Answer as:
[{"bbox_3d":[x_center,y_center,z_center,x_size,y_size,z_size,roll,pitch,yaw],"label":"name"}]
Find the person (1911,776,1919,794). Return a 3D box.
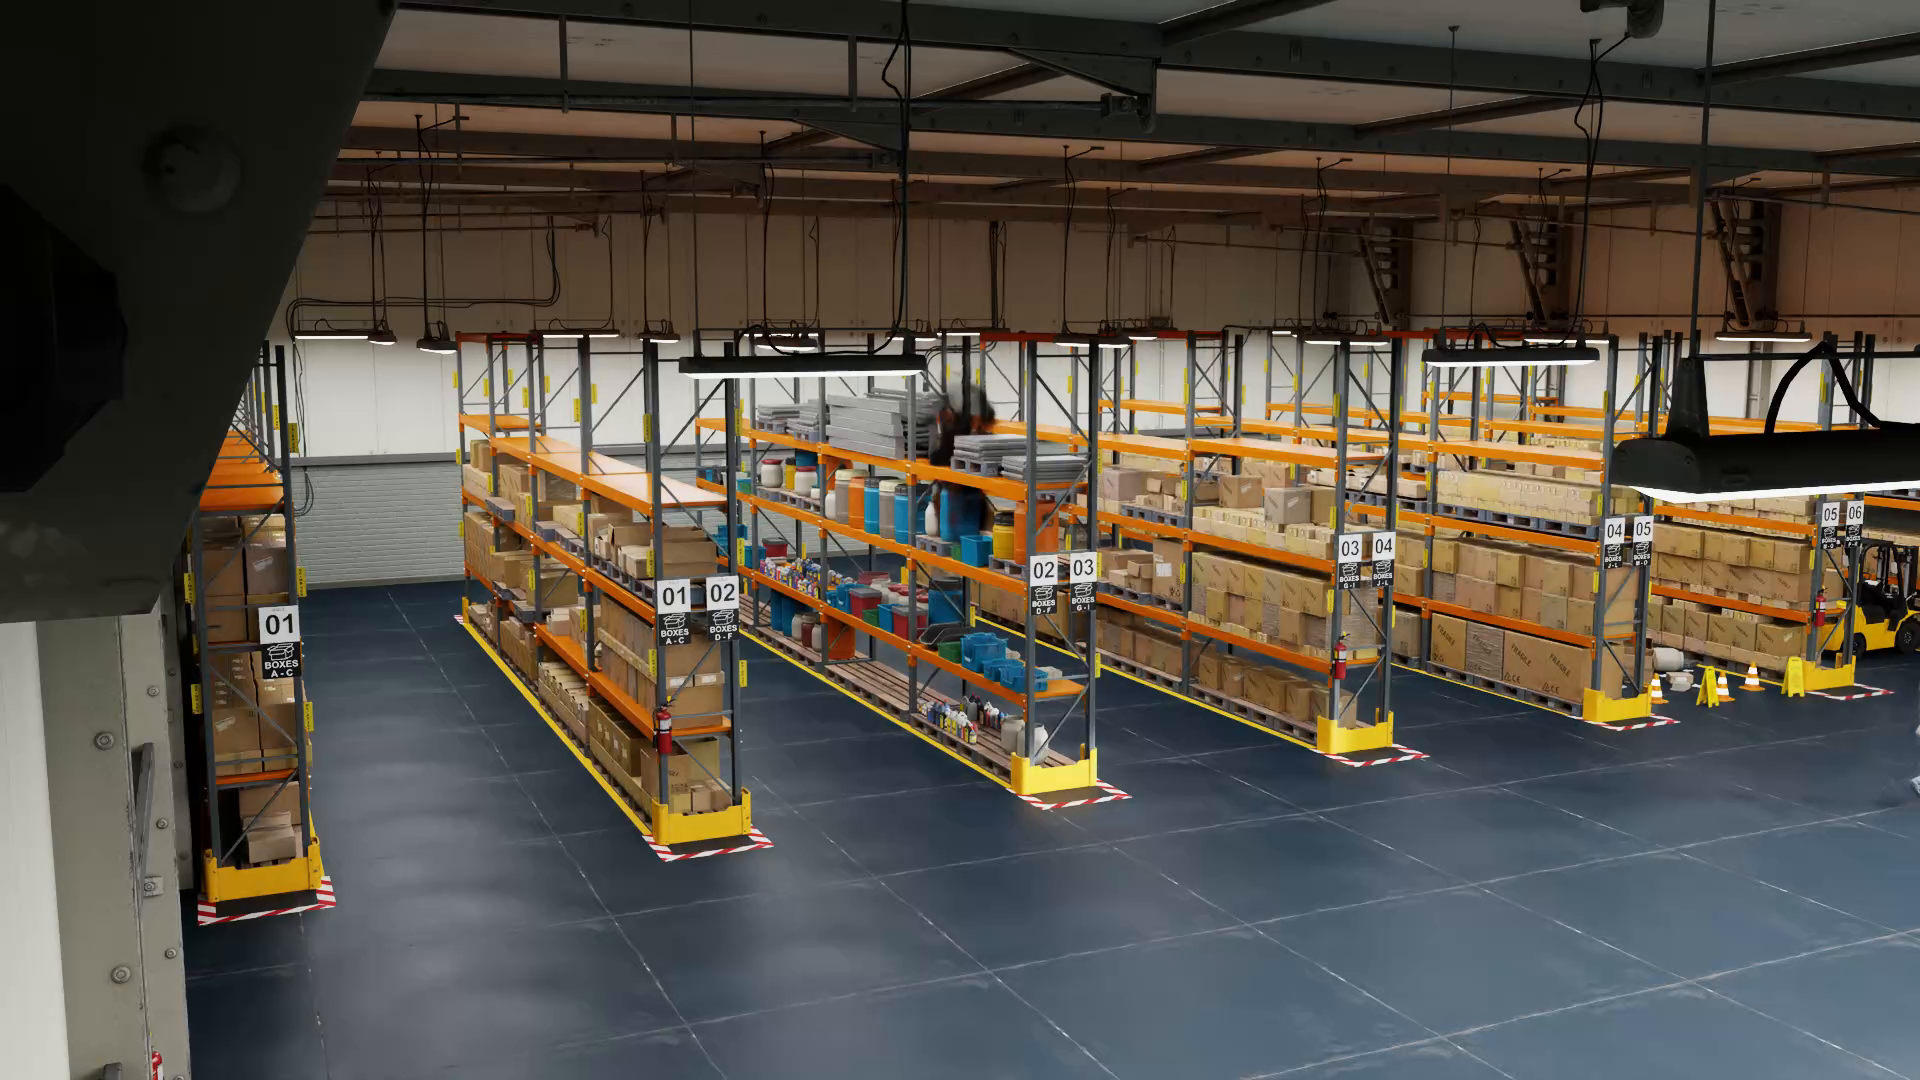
[{"bbox_3d":[12.745,2.652,21.373,0.803,1.632,0.620,2,8,15],"label":"person"}]

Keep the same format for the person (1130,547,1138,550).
[{"bbox_3d":[3.539,0.956,33.899,0.575,1.635,0.802,-4,9,-28],"label":"person"}]
